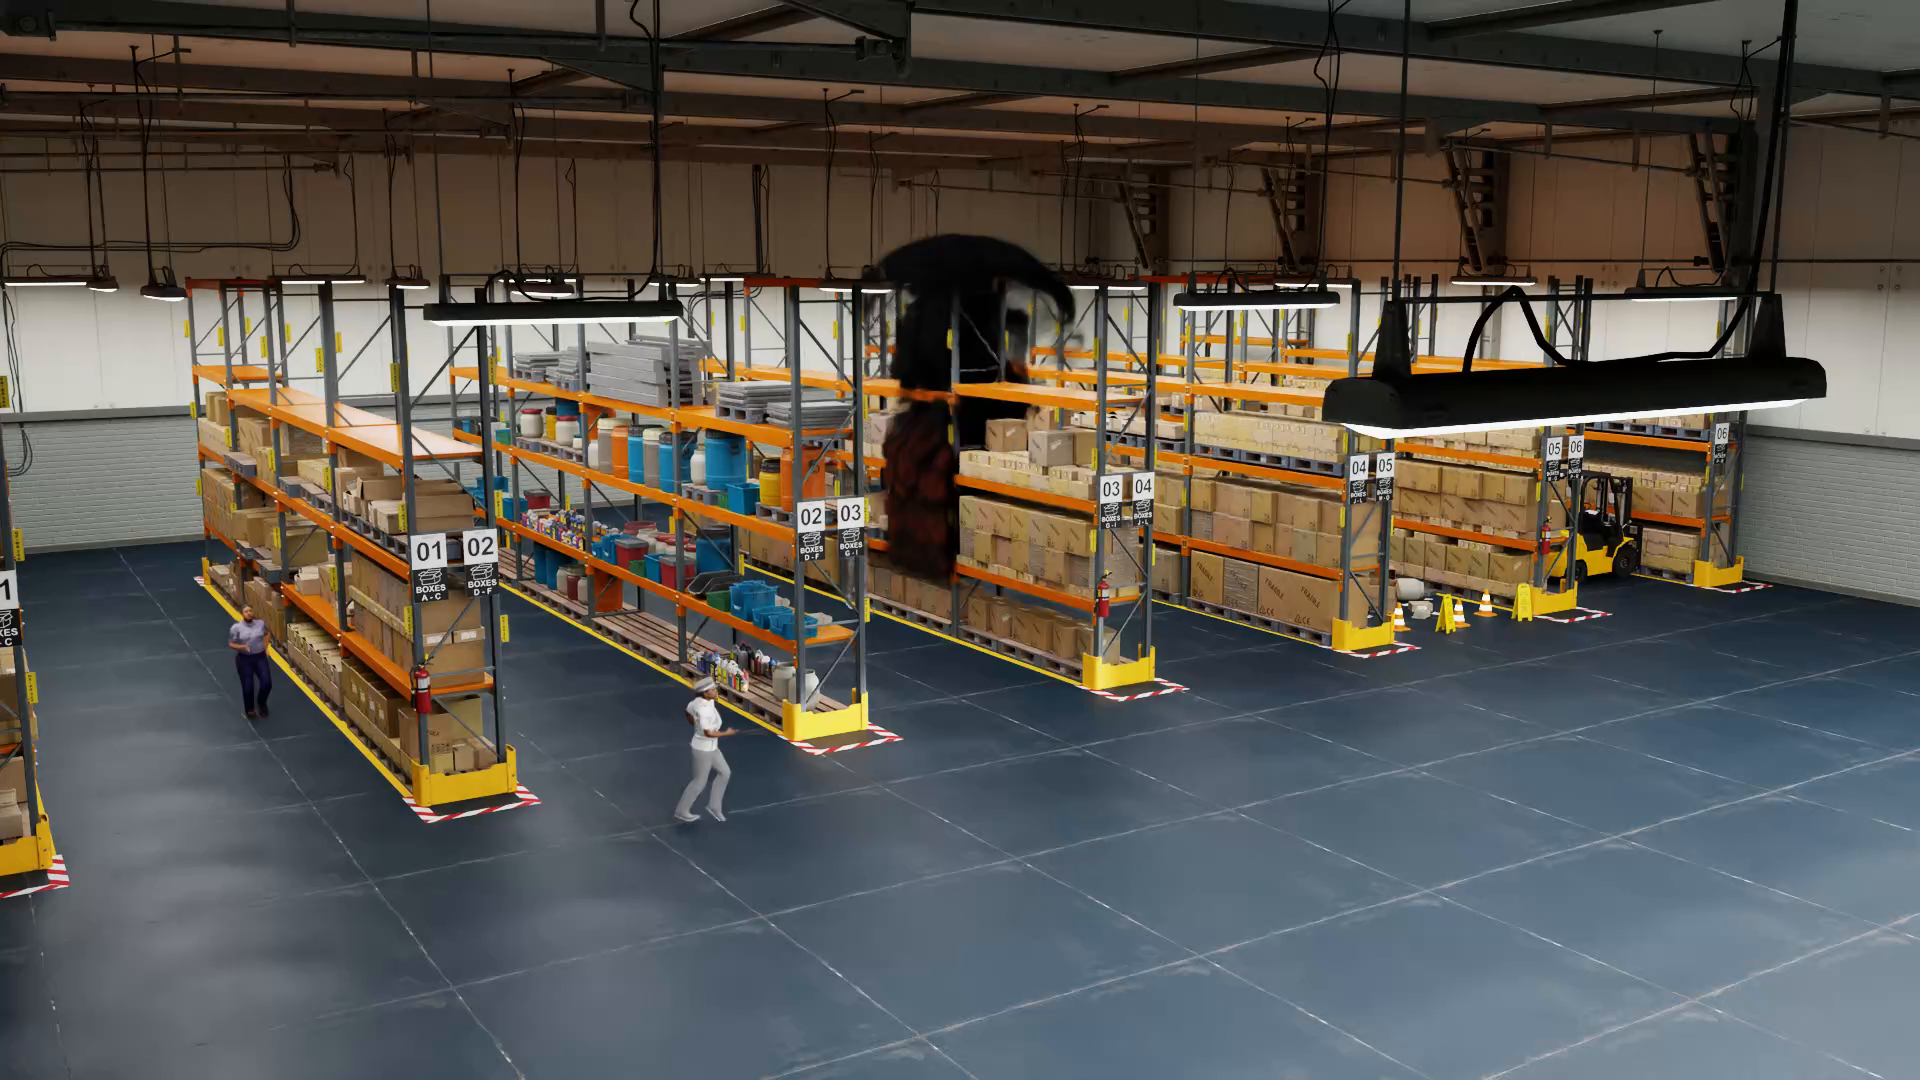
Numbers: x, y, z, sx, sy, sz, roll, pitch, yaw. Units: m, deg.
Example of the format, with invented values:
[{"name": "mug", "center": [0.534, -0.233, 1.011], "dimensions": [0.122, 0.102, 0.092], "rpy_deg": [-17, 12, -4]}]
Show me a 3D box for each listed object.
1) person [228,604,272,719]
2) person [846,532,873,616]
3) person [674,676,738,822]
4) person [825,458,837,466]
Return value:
[{"name": "person", "center": [-9.791, 1.704, 23.051], "dimensions": [0.587, 1.629, 0.610], "rpy_deg": [-7, 12, -35]}, {"name": "person", "center": [-1.749, 0.457, 28.660], "dimensions": [0.520, 1.656, 0.671], "rpy_deg": [-6, 12, -34]}, {"name": "person", "center": [-2.871, 2.393, 18.781], "dimensions": [0.744, 1.764, 0.589], "rpy_deg": [-1, 10, -5]}, {"name": "person", "center": [-3.134, -1.285, 40.579], "dimensions": [0.743, 1.757, 0.853], "rpy_deg": [1, 10, 7]}]
